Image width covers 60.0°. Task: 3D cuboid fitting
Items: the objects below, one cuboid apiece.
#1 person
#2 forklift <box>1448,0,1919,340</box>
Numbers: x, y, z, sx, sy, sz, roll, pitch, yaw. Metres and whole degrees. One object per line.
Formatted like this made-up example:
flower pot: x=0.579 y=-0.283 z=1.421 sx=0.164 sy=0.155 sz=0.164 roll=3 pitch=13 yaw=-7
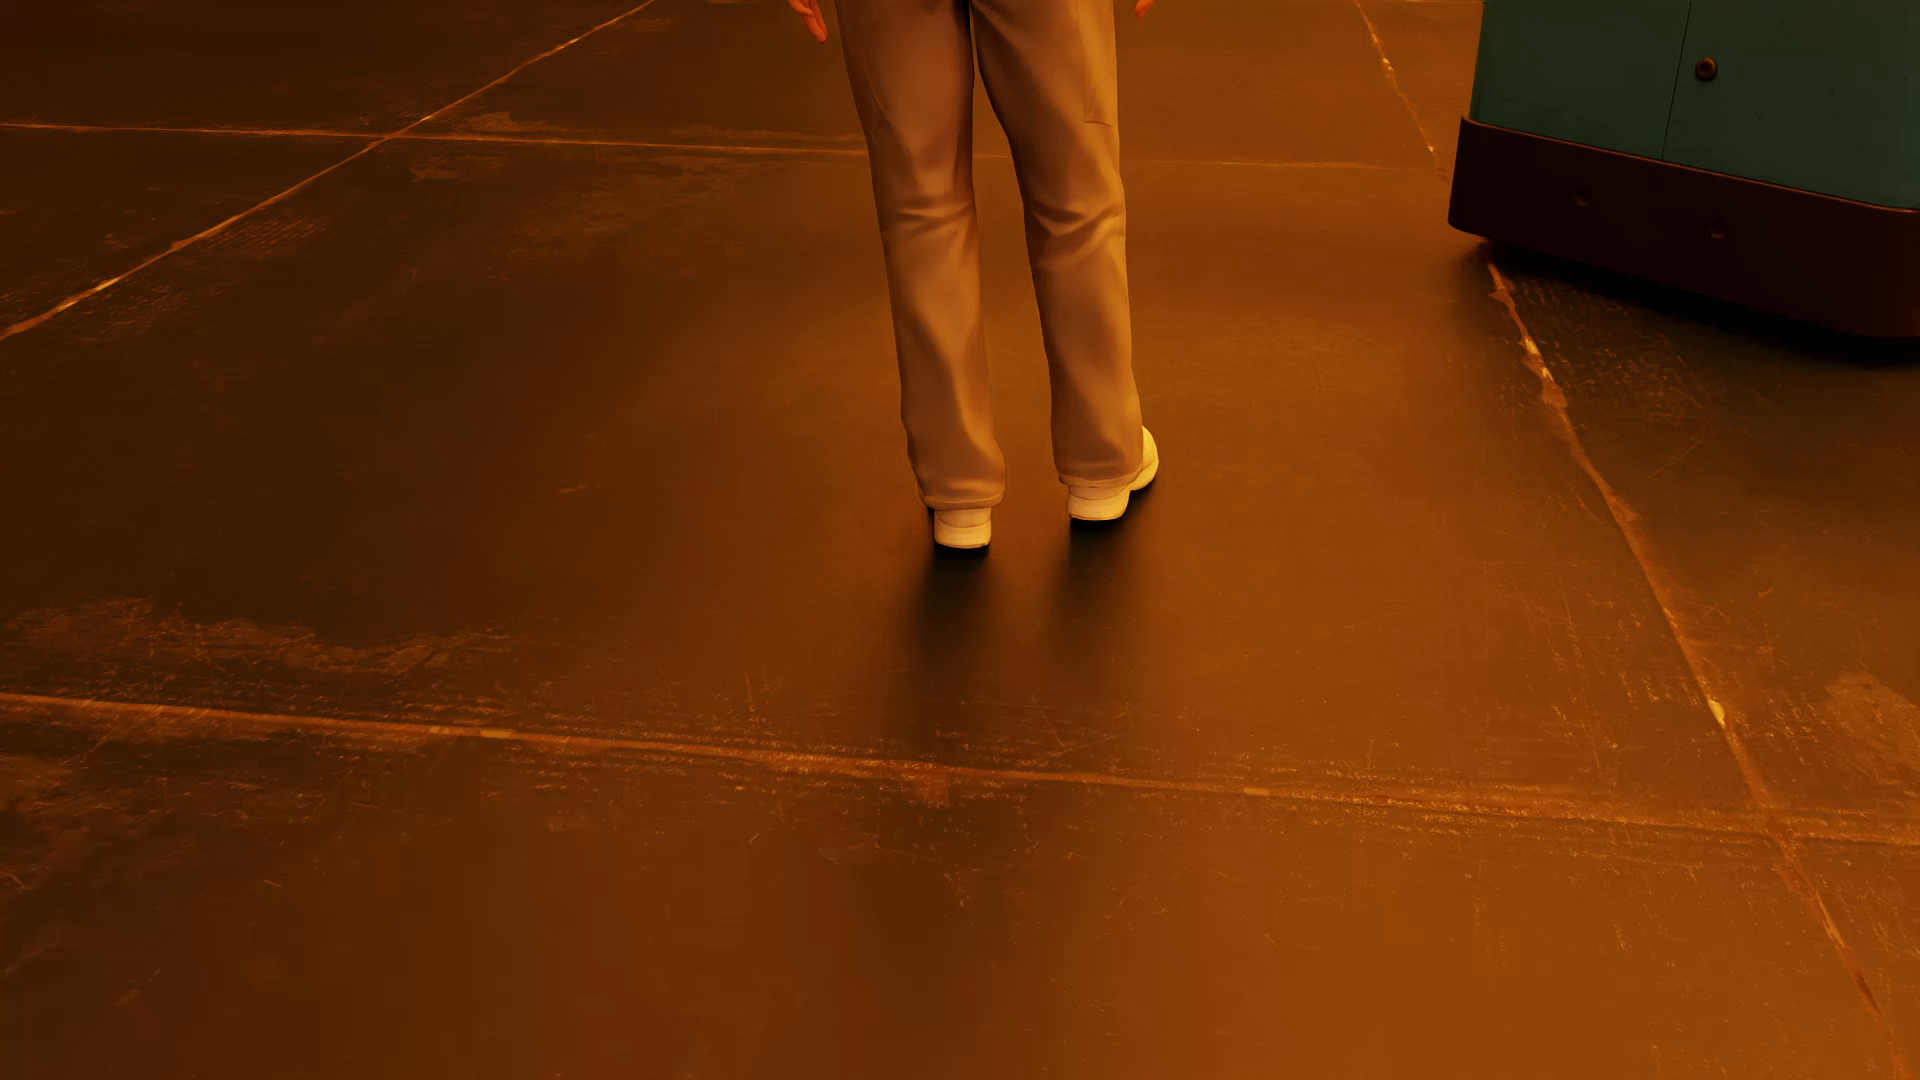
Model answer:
person: x=0.023 y=-0.788 z=2.187 sx=0.550 sy=1.673 sz=0.548 roll=3 pitch=27 yaw=7
forklift: x=2.581 y=-2.204 z=3.634 sx=3.031 sy=2.935 sz=1.130 roll=-19 pitch=32 yaw=-34
